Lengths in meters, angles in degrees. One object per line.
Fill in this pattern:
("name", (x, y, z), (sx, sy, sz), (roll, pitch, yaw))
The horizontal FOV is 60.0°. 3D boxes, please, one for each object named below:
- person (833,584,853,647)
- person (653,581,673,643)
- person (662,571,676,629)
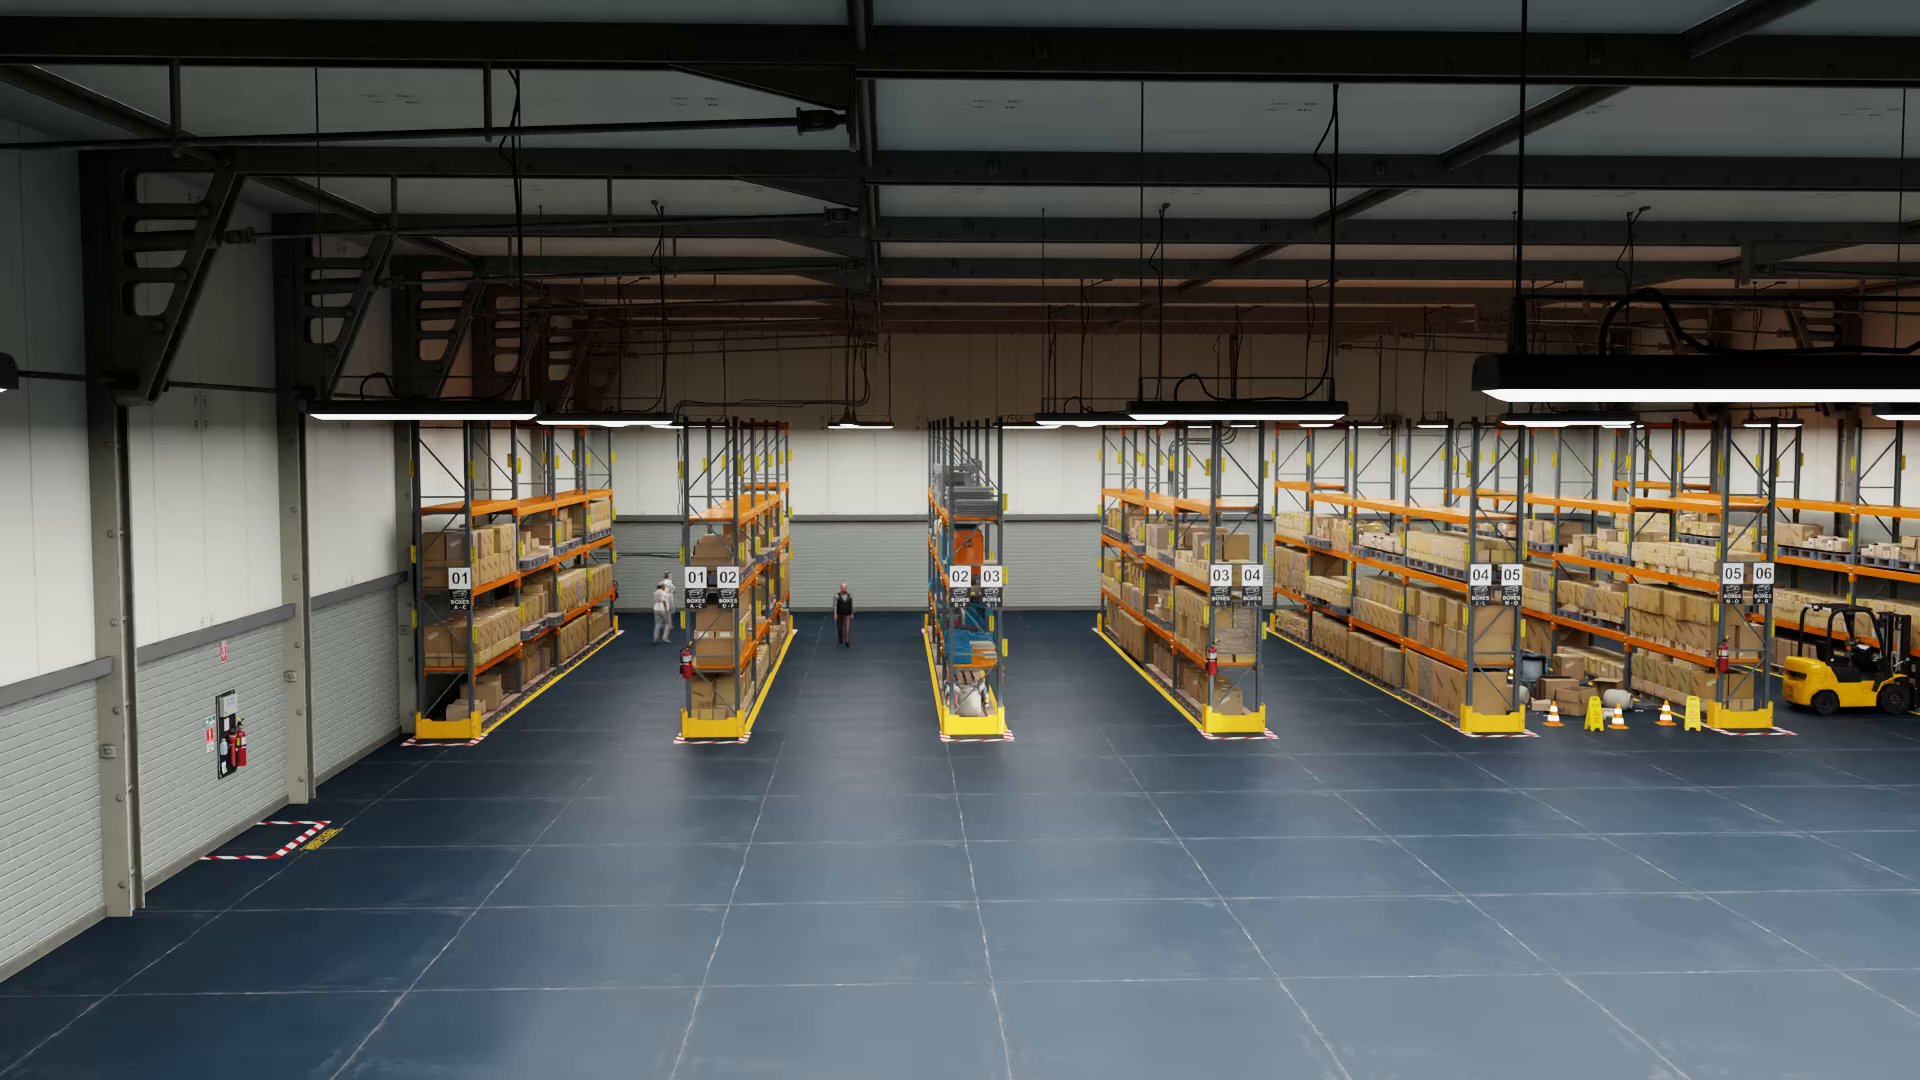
("person", (-3.115, 1.998, 44.251), (0.548, 1.667, 1.084), (0, 4, -6))
("person", (-8.099, 1.964, 45.047), (0.519, 1.684, 0.508), (3, 5, 34))
("person", (-8.443, 1.729, 48.092), (0.431, 1.682, 0.493), (0, 4, -6))
